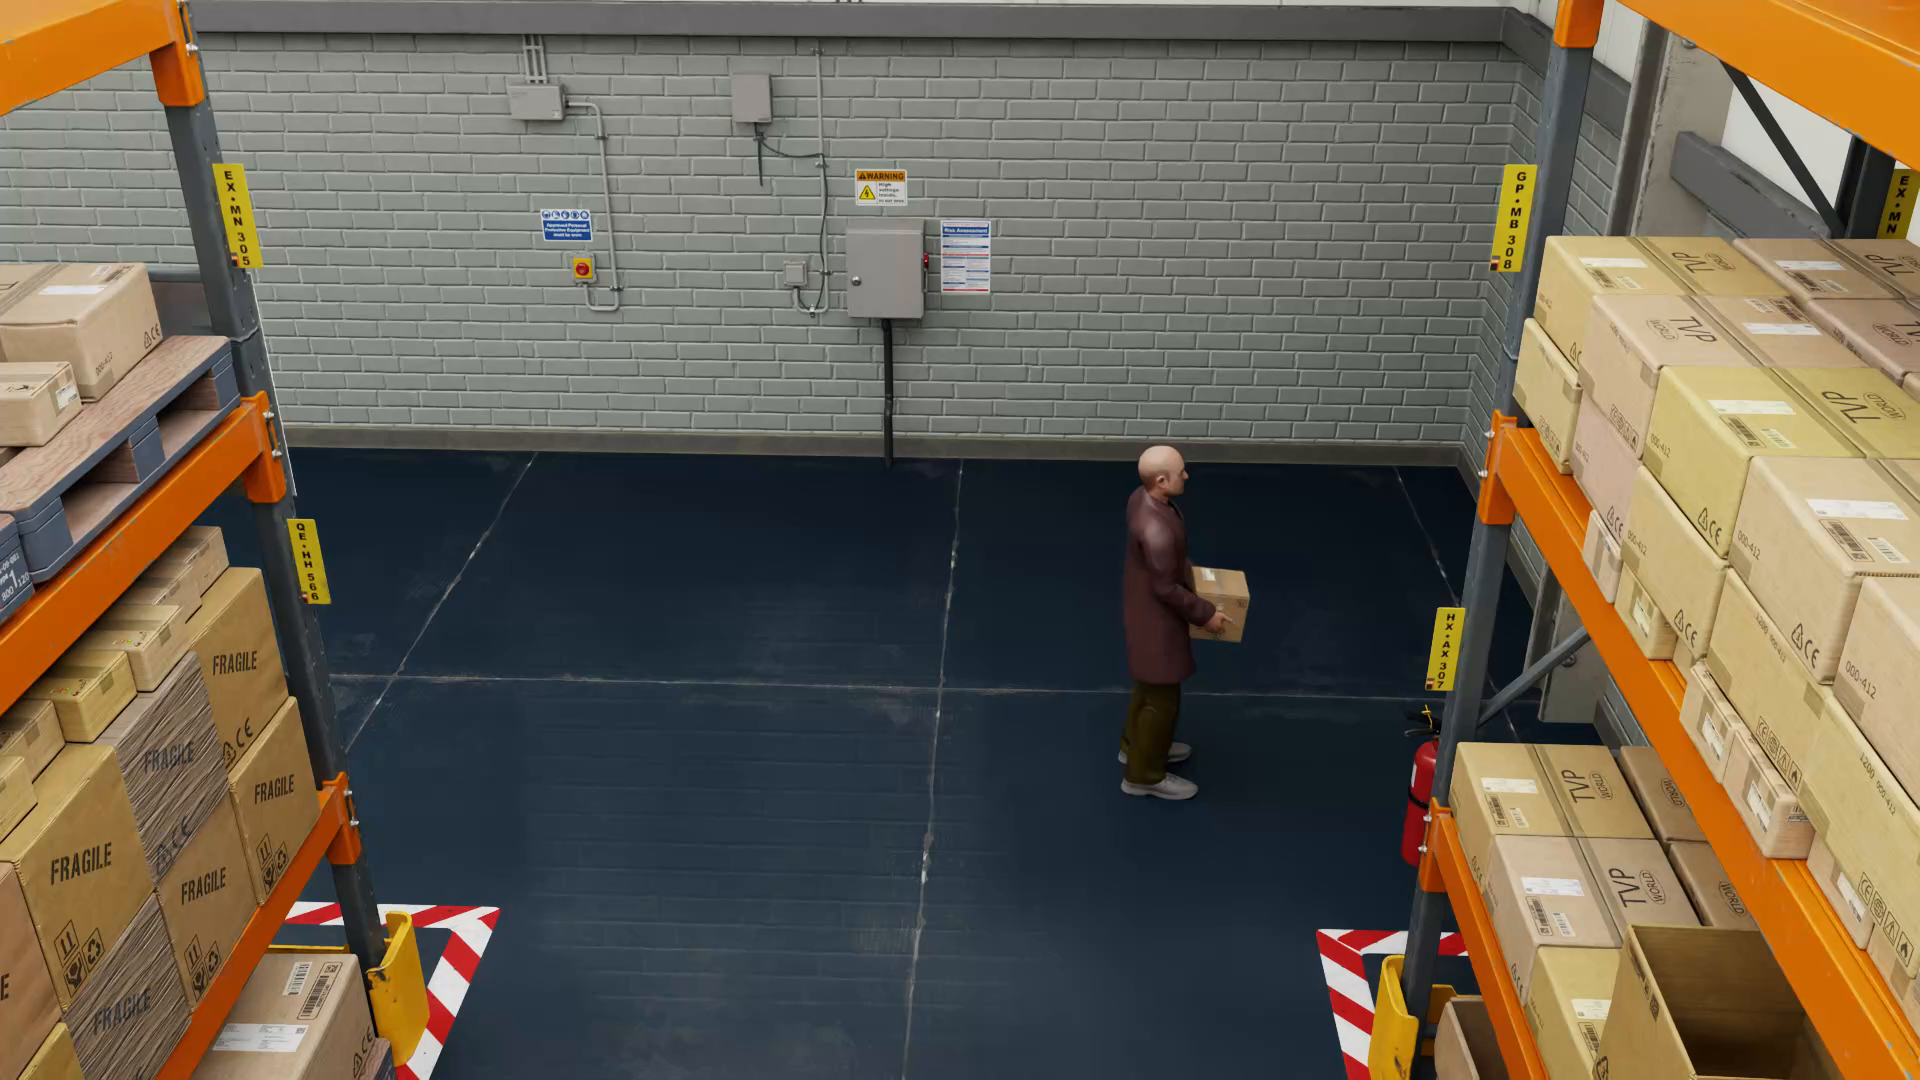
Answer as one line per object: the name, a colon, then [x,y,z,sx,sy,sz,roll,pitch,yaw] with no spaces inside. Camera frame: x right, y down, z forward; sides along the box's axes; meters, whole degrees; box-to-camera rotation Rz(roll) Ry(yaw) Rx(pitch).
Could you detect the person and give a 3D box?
person: [1.021,0.377,7.907,0.508,1.782,0.563,1,28,1]
